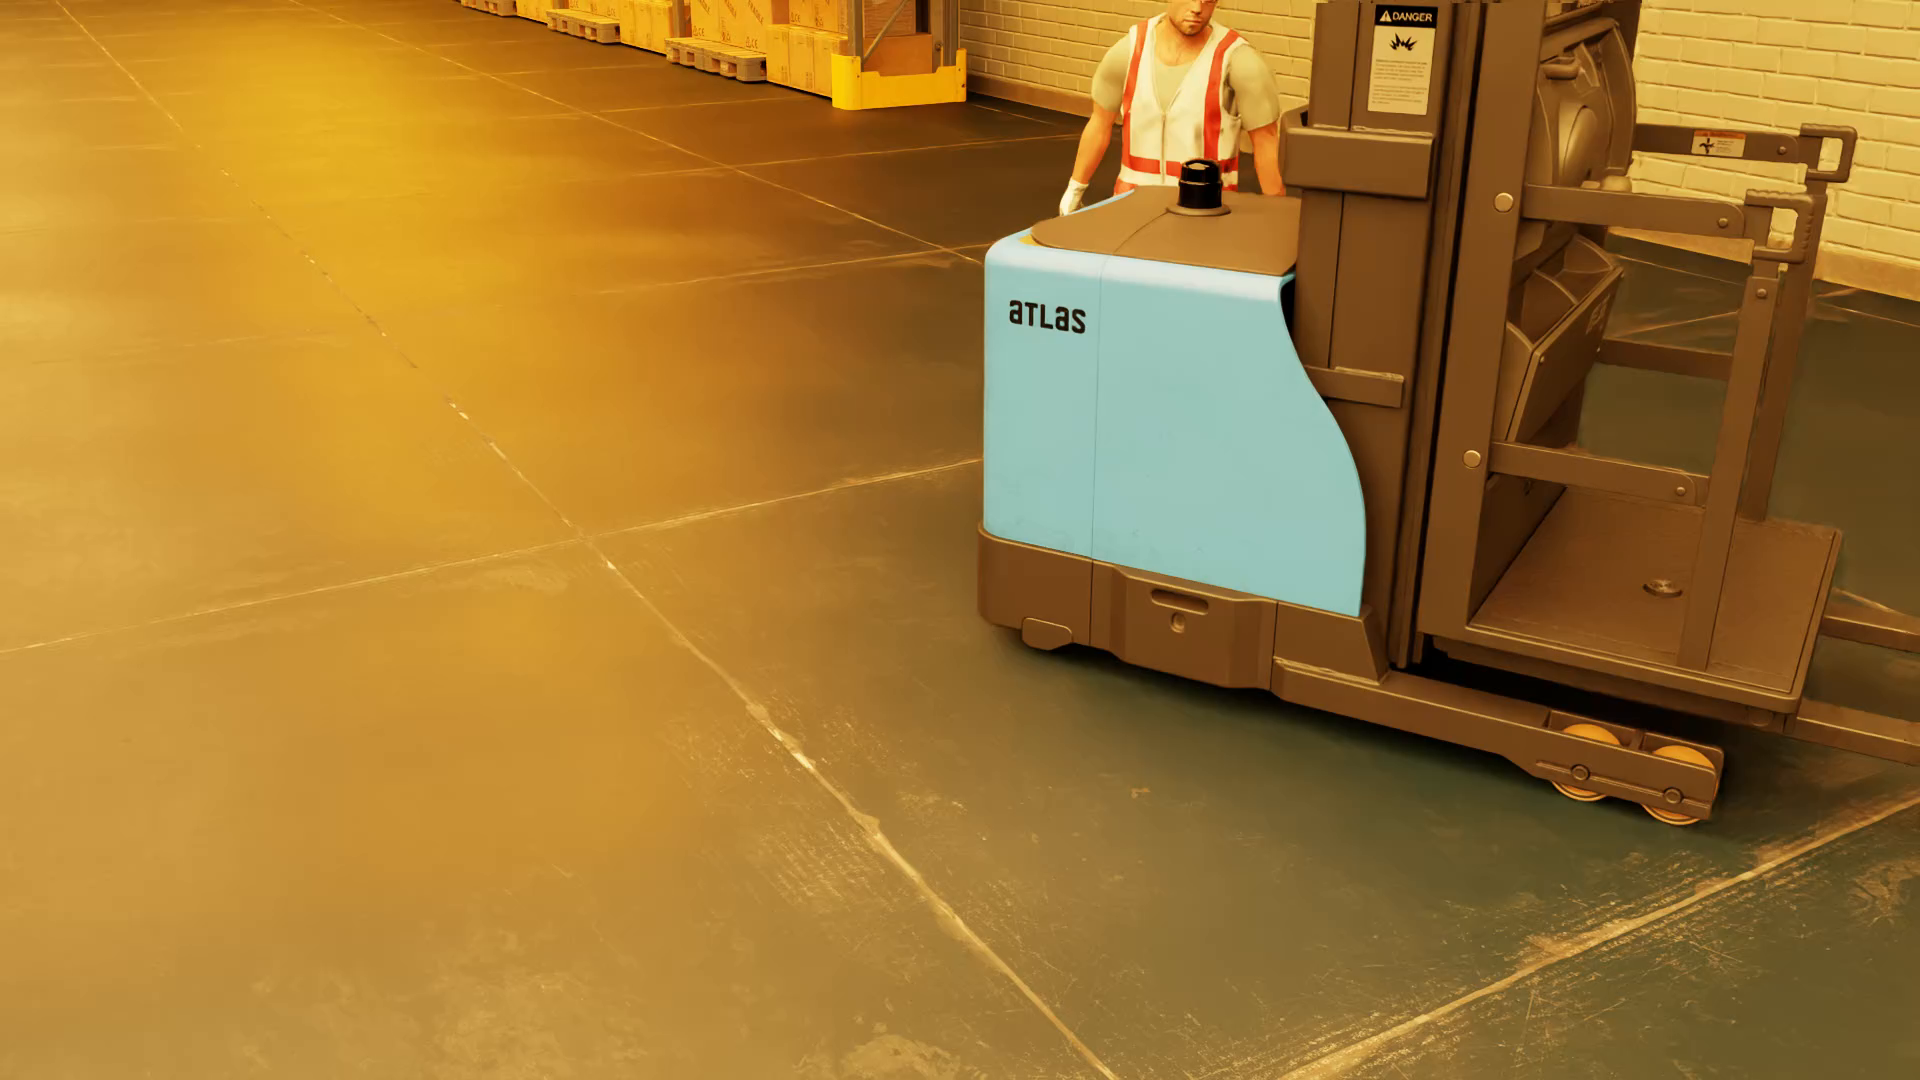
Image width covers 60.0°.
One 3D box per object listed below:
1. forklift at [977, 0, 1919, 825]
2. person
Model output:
[{"bbox_3d":[1.578,-0.967,3.629,3.031,2.935,1.130,13,25,28],"label":"forklift"},{"bbox_3d":[0.702,-1.035,5.382,0.879,1.749,0.454,9,24,22],"label":"person"}]
